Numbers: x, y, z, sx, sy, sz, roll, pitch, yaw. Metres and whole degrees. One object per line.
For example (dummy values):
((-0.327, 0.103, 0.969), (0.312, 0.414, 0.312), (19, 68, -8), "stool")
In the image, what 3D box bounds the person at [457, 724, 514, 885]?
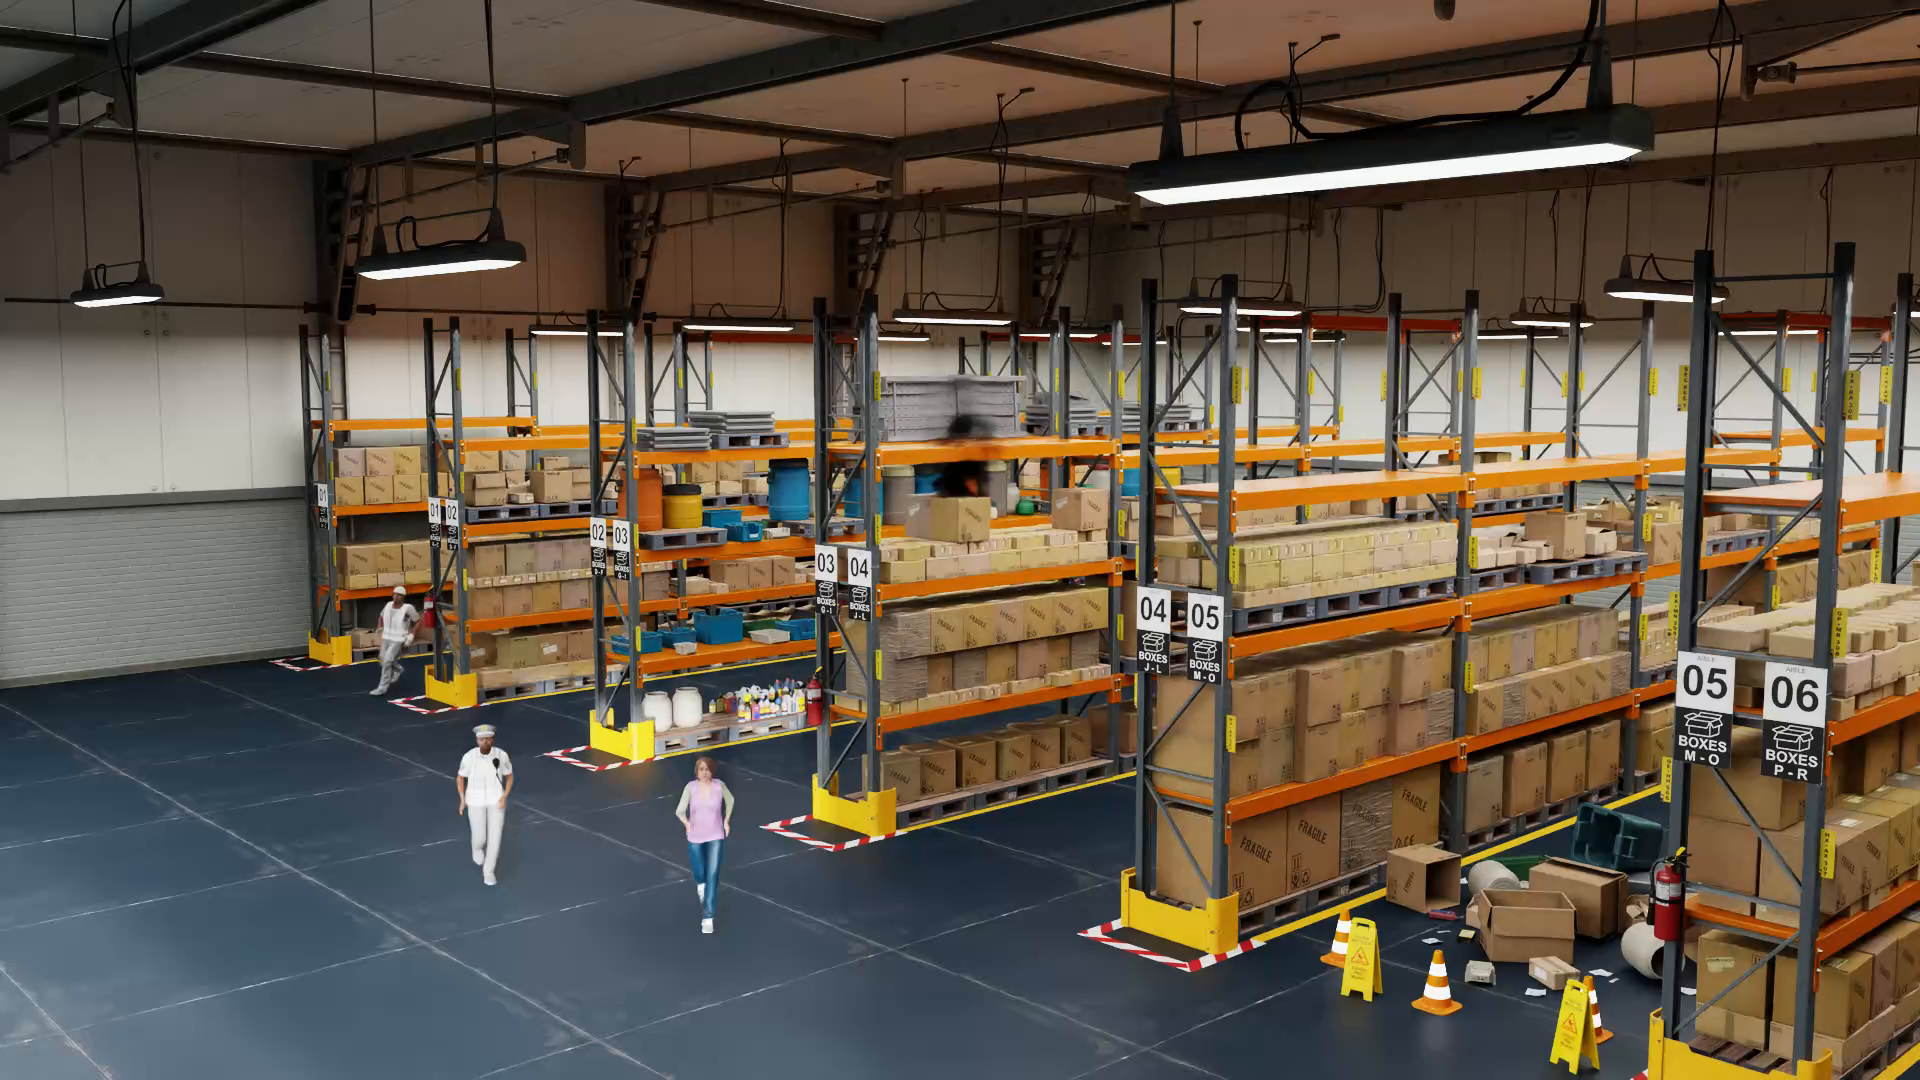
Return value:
((-4.814, 2.657, 16.896), (0.561, 1.649, 0.588), (-2, 6, -17), "person")

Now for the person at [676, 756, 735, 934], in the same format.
((-2.386, 2.813, 15.612), (0.545, 1.578, 0.839), (-1, 6, -8), "person")

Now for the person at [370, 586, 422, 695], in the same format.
((-9.066, 1.604, 26.762), (0.742, 1.729, 0.833), (2, 6, 17), "person")
